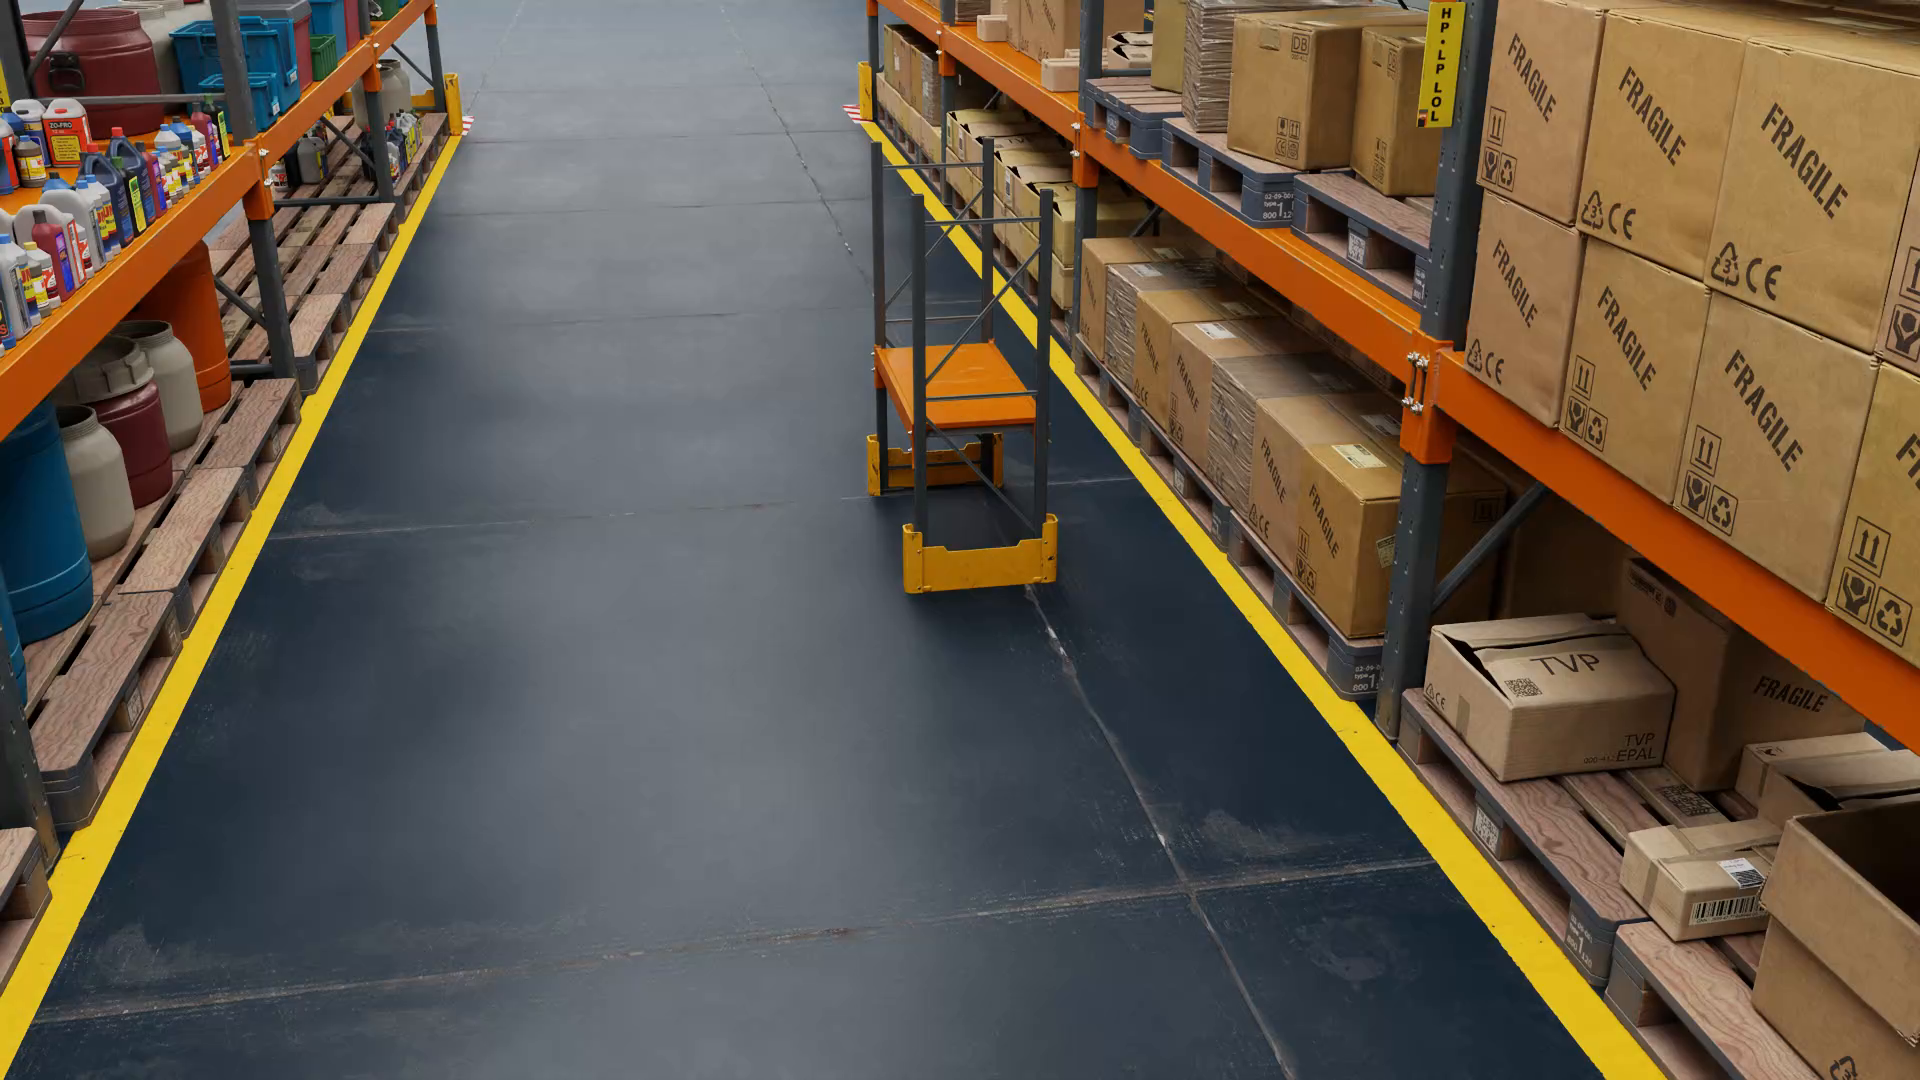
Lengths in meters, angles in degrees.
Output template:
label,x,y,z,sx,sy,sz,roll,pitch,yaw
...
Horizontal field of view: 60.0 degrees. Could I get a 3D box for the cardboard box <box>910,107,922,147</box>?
label,x,y,z,sx,sy,sz,roll,pitch,yaw
cardboard box,-0.129,-3.429,13.764,0.500,0.250,0.500,-4,24,-10

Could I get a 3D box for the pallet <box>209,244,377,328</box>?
label,x,y,z,sx,sy,sz,roll,pitch,yaw
pallet,-4.095,-1.507,9.937,1.003,0.211,1.213,-4,24,-10

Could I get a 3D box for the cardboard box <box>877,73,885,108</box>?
label,x,y,z,sx,sy,sz,roll,pitch,yaw
cardboard box,-0.498,-4.215,15.565,0.500,0.250,0.500,-4,24,-10

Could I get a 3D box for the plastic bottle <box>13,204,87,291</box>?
label,x,y,z,sx,sy,sz,roll,pitch,yaw
plastic bottle,-2.910,-0.943,5.316,0.152,0.276,0.135,-4,24,-10

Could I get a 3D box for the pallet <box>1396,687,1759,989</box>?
label,x,y,z,sx,sy,sz,roll,pitch,yaw
pallet,1.967,0.758,4.752,1.003,0.211,1.213,-4,24,-10

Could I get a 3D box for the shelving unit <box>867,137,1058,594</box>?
label,x,y,z,sx,sy,sz,roll,pitch,yaw
shelving unit,-0.014,-0.717,6.518,0.587,1.500,1.083,-4,24,-10

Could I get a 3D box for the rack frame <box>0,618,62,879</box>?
label,x,y,z,sx,sy,sz,roll,pitch,yaw
rack frame,-3.028,-0.425,3.976,1.000,3.000,0.127,-4,24,-10

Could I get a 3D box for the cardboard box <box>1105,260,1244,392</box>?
label,x,y,z,sx,sy,sz,roll,pitch,yaw
cardboard box,1.007,-1.014,7.898,0.500,0.500,0.500,-5,24,-12

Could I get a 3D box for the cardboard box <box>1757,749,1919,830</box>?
label,x,y,z,sx,sy,sz,roll,pitch,yaw
cardboard box,2.364,0.738,4.122,0.500,0.311,0.500,-4,24,-10

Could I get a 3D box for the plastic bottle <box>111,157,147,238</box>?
label,x,y,z,sx,sy,sz,roll,pitch,yaw
plastic bottle,-3.003,-1.243,5.994,0.061,0.283,0.133,-4,24,-10

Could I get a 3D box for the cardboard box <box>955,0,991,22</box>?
label,x,y,z,sx,sy,sz,roll,pitch,yaw
cardboard box,0.273,-4.157,12.396,0.700,0.500,0.500,-5,24,-11

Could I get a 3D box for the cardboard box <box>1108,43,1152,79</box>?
label,x,y,z,sx,sy,sz,roll,pitch,yaw
cardboard box,1.077,-2.469,8.767,0.500,0.311,0.500,-3,24,-6

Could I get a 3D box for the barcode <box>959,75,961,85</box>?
label,x,y,z,sx,sy,sz,roll,pitch,yaw
barcode,0.000,-3.302,11.937,0.001,0.075,0.075,-4,24,-10

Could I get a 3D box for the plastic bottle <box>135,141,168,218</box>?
label,x,y,z,sx,sy,sz,roll,pitch,yaw
plastic bottle,-3.062,-1.368,6.281,0.061,0.283,0.133,-4,24,-10

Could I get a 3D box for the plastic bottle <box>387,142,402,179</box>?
label,x,y,z,sx,sy,sz,roll,pitch,yaw
plastic bottle,-4.222,-2.808,12.286,0.152,0.276,0.135,-3,24,-8

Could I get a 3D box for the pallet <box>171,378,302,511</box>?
label,x,y,z,sx,sy,sz,roll,pitch,yaw
pallet,-3.581,-0.414,7.434,1.003,0.211,1.213,-4,24,-10

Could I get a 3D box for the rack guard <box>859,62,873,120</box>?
label,x,y,z,sx,sy,sz,roll,pitch,yaw
rack guard,-0.383,-4.374,16.141,1.175,0.500,0.348,-4,24,-10

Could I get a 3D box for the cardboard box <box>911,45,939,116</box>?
label,x,y,z,sx,sy,sz,roll,pitch,yaw
cardboard box,-0.116,-3.773,13.616,0.500,0.500,0.500,-4,24,-10

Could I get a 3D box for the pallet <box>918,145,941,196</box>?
label,x,y,z,sx,sy,sz,roll,pitch,yaw
pallet,0.256,-2.975,13.298,1.003,0.211,1.213,-4,24,-10

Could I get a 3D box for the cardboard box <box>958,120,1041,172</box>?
label,x,y,z,sx,sy,sz,roll,pitch,yaw
cardboard box,0.281,-2.748,11.505,0.500,0.311,0.500,-5,24,-10

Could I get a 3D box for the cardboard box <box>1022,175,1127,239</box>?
label,x,y,z,sx,sy,sz,roll,pitch,yaw
cardboard box,0.660,-1.945,9.666,0.500,0.311,0.500,-5,24,-11

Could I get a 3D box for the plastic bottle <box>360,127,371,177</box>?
label,x,y,z,sx,sy,sz,roll,pitch,yaw
plastic bottle,-4.390,-2.897,12.396,0.144,0.351,0.185,-4,24,-10

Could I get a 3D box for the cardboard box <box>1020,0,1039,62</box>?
label,x,y,z,sx,sy,sz,roll,pitch,yaw
cardboard box,0.678,-3.275,10.377,0.500,0.500,0.500,-4,24,-10

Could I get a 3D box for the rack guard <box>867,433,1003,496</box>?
label,x,y,z,sx,sy,sz,roll,pitch,yaw
rack guard,-0.106,-0.340,7.217,0.587,0.250,0.087,-4,24,-10

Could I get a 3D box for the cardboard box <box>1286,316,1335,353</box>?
label,x,y,z,sx,sy,sz,roll,pitch,yaw
cardboard box,1.703,-0.660,7.087,0.500,0.500,0.500,-5,24,-12

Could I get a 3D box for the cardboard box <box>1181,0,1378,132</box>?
label,x,y,z,sx,sy,sz,roll,pitch,yaw
cardboard box,1.310,-1.989,6.906,0.700,0.500,0.500,0,24,0

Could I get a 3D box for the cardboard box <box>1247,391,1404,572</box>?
label,x,y,z,sx,sy,sz,roll,pitch,yaw
cardboard box,1.385,-0.215,6.067,0.500,0.500,0.500,-4,24,-10

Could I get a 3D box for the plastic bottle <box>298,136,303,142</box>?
label,x,y,z,sx,sy,sz,roll,pitch,yaw
plastic bottle,-5.005,-2.994,12.618,0.144,0.351,0.185,-4,24,-10

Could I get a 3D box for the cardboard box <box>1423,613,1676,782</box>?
label,x,y,z,sx,sy,sz,roll,pitch,yaw
cardboard box,1.706,0.421,4.848,0.500,0.311,0.500,-4,24,-10

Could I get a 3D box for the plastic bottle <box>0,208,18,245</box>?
label,x,y,z,sx,sy,sz,roll,pitch,yaw
plastic bottle,-3.060,-0.932,5.290,0.152,0.276,0.135,-4,24,-10

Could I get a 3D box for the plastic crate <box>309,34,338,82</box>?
label,x,y,z,sx,sy,sz,roll,pitch,yaw
plastic crate,-3.908,-2.811,9.703,0.450,0.188,0.662,-4,24,-10

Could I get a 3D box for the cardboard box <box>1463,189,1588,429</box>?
label,x,y,z,sx,sy,sz,roll,pitch,yaw
cardboard box,1.667,-0.616,4.287,0.500,0.500,0.500,-4,24,-8

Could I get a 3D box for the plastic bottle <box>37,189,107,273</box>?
label,x,y,z,sx,sy,sz,roll,pitch,yaw
plastic bottle,-2.953,-1.034,5.525,0.152,0.276,0.135,-4,24,-10

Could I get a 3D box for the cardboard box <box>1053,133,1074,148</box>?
label,x,y,z,sx,sy,sz,roll,pitch,yaw
cardboard box,0.911,-2.588,11.138,0.500,0.311,0.500,-4,24,-10

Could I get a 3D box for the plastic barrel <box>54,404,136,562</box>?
label,x,y,z,sx,sy,sz,roll,pitch,yaw
plastic barrel,-3.259,-0.200,6.044,0.421,0.512,0.421,0,24,0

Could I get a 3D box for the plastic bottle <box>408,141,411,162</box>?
label,x,y,z,sx,sy,sz,roll,pitch,yaw
plastic bottle,-4.313,-3.027,12.879,0.097,0.201,0.097,0,24,0

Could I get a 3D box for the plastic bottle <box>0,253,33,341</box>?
label,x,y,z,sx,sy,sz,roll,pitch,yaw
plastic bottle,-2.807,-0.723,4.812,0.152,0.276,0.135,-4,24,-10

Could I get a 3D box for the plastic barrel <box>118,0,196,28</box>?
label,x,y,z,sx,sy,sz,roll,pitch,yaw
plastic barrel,-4.245,-2.604,8.826,0.421,0.512,0.421,0,24,0

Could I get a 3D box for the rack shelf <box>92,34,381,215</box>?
label,x,y,z,sx,sy,sz,roll,pitch,yaw
rack shelf,-4.137,-2.456,9.524,1.077,0.370,4.000,-4,24,-10

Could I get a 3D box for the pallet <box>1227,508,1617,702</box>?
label,x,y,z,sx,sy,sz,roll,pitch,yaw
pallet,1.653,0.170,6.096,1.003,0.211,1.213,-4,24,-10

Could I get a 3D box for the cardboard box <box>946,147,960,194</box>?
label,x,y,z,sx,sy,sz,roll,pitch,yaw
cardboard box,0.193,-2.693,12.078,0.500,0.250,0.500,-5,24,-11

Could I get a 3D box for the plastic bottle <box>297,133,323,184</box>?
label,x,y,z,sx,sy,sz,roll,pitch,yaw
plastic bottle,-4.768,-2.802,12.179,0.144,0.351,0.185,-4,24,-10

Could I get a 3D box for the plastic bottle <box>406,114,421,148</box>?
label,x,y,z,sx,sy,sz,roll,pitch,yaw
plastic bottle,-4.457,-3.308,13.429,0.152,0.276,0.135,-4,24,-9

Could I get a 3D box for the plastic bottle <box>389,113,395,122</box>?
label,x,y,z,sx,sy,sz,roll,pitch,yaw
plastic bottle,-4.561,-3.303,13.409,0.061,0.283,0.133,-4,24,-10

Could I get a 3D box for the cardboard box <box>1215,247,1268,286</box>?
label,x,y,z,sx,sy,sz,roll,pitch,yaw
cardboard box,1.519,-1.391,7.824,0.500,0.250,0.500,-3,24,-8

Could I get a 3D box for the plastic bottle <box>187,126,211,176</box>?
label,x,y,z,sx,sy,sz,roll,pitch,yaw
plastic bottle,-3.227,-1.643,7.011,0.097,0.201,0.097,0,24,0

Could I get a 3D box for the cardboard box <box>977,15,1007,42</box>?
label,x,y,z,sx,sy,sz,roll,pitch,yaw
cardboard box,0.325,-3.458,11.235,0.380,0.149,0.250,-4,24,-10

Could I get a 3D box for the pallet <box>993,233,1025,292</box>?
label,x,y,z,sx,sy,sz,roll,pitch,yaw
pallet,0.765,-1.892,10.817,1.003,0.211,1.213,-4,24,-10

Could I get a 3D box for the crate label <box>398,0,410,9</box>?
label,x,y,z,sx,sy,sz,roll,pitch,yaw
crate label,-4.641,-4.458,13.165,0.502,0.435,0.616,-4,24,-10

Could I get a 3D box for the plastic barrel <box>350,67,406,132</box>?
label,x,y,z,sx,sy,sz,roll,pitch,yaw
plastic barrel,-4.957,-3.747,14.166,0.421,0.512,0.421,0,24,0

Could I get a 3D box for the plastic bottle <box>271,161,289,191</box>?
label,x,y,z,sx,sy,sz,roll,pitch,yaw
plastic bottle,-4.880,-2.611,11.927,0.097,0.201,0.097,0,24,0

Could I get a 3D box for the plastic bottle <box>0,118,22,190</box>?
label,x,y,z,sx,sy,sz,roll,pitch,yaw
plastic bottle,-3.920,-1.566,6.742,0.152,0.276,0.135,-4,24,-10

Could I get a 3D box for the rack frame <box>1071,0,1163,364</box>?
label,x,y,z,sx,sy,sz,roll,pitch,yaw
rack frame,1.101,-2.364,8.415,1.000,3.000,0.127,-4,24,-10

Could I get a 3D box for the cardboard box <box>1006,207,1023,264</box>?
label,x,y,z,sx,sy,sz,roll,pitch,yaw
cardboard box,0.575,-1.886,10.230,0.500,0.250,0.500,-4,24,-9

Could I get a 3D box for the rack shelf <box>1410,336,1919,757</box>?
label,x,y,z,sx,sy,sz,roll,pitch,yaw
rack shelf,2.211,0.326,3.155,1.077,0.370,4.000,-4,24,-10

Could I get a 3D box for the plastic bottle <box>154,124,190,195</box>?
label,x,y,z,sx,sy,sz,roll,pitch,yaw
plastic bottle,-3.155,-1.522,6.647,0.097,0.271,0.097,0,24,0

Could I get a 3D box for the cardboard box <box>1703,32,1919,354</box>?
label,x,y,z,sx,sy,sz,roll,pitch,yaw
cardboard box,1.842,-0.683,3.192,0.500,0.500,0.500,-5,24,-11
